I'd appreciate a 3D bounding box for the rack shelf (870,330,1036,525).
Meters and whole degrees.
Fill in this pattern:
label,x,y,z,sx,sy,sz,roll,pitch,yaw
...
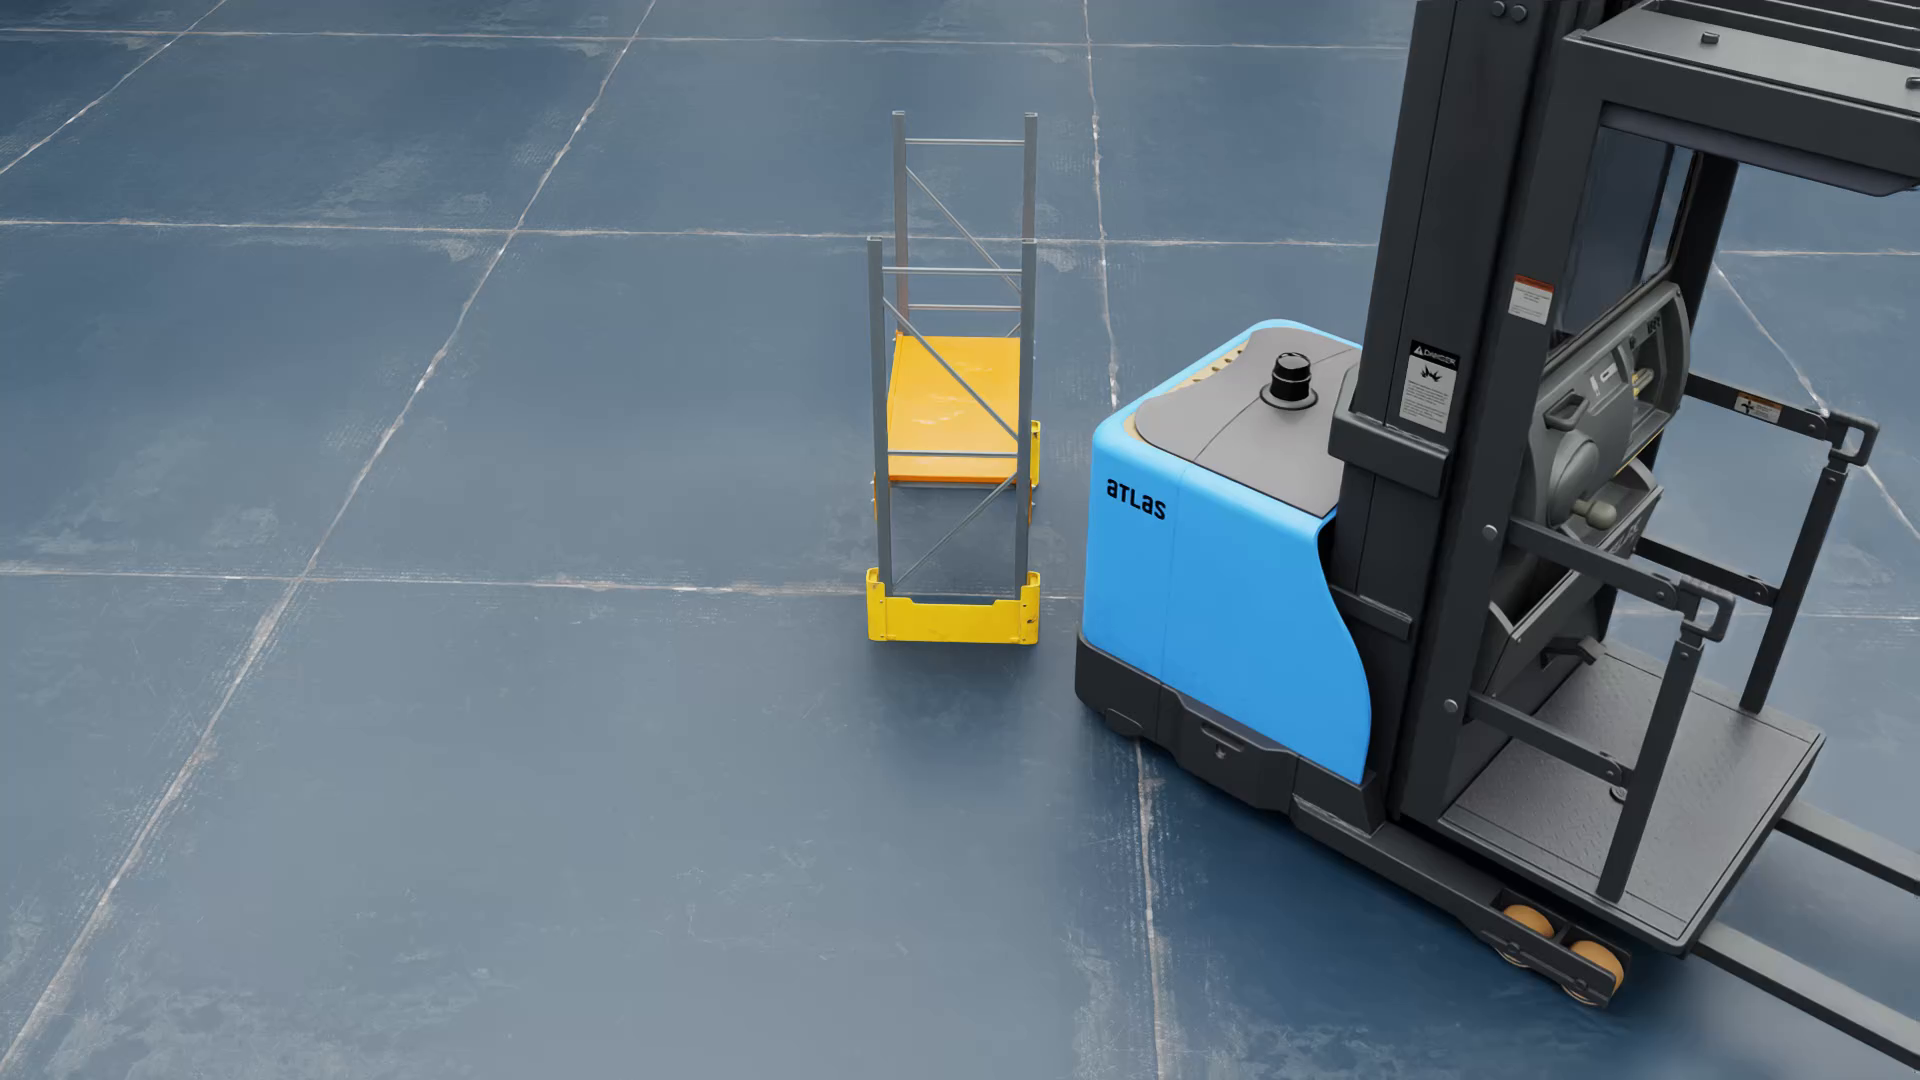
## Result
label,x,y,z,sx,sy,sz,roll,pitch,yaw
rack shelf,-0.003,-0.417,5.852,0.538,0.185,1.000,1,35,2

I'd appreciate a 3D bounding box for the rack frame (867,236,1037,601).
label,x,y,z,sx,sy,sz,roll,pitch,yaw
rack frame,-0.024,-0.273,5.333,0.500,1.500,0.032,1,35,2

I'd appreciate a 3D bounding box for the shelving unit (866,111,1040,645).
label,x,y,z,sx,sy,sz,roll,pitch,yaw
shelving unit,-0.003,-0.570,5.756,0.587,1.500,1.083,1,35,2

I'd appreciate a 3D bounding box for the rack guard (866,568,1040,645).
label,x,y,z,sx,sy,sz,roll,pitch,yaw
rack guard,-0.023,0.228,5.709,0.587,0.250,0.087,1,35,2

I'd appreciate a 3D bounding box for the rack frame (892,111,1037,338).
label,x,y,z,sx,sy,sz,roll,pitch,yaw
rack frame,0.017,-0.857,6.165,0.500,1.500,0.032,1,35,2

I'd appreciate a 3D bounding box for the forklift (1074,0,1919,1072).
label,x,y,z,sx,sy,sz,roll,pitch,yaw
forklift,1.811,-0.296,4.122,3.031,2.935,1.130,27,43,33

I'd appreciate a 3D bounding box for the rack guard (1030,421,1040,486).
label,x,y,z,sx,sy,sz,roll,pitch,yaw
rack guard,0.017,-0.345,6.523,0.587,0.250,0.087,1,35,2
